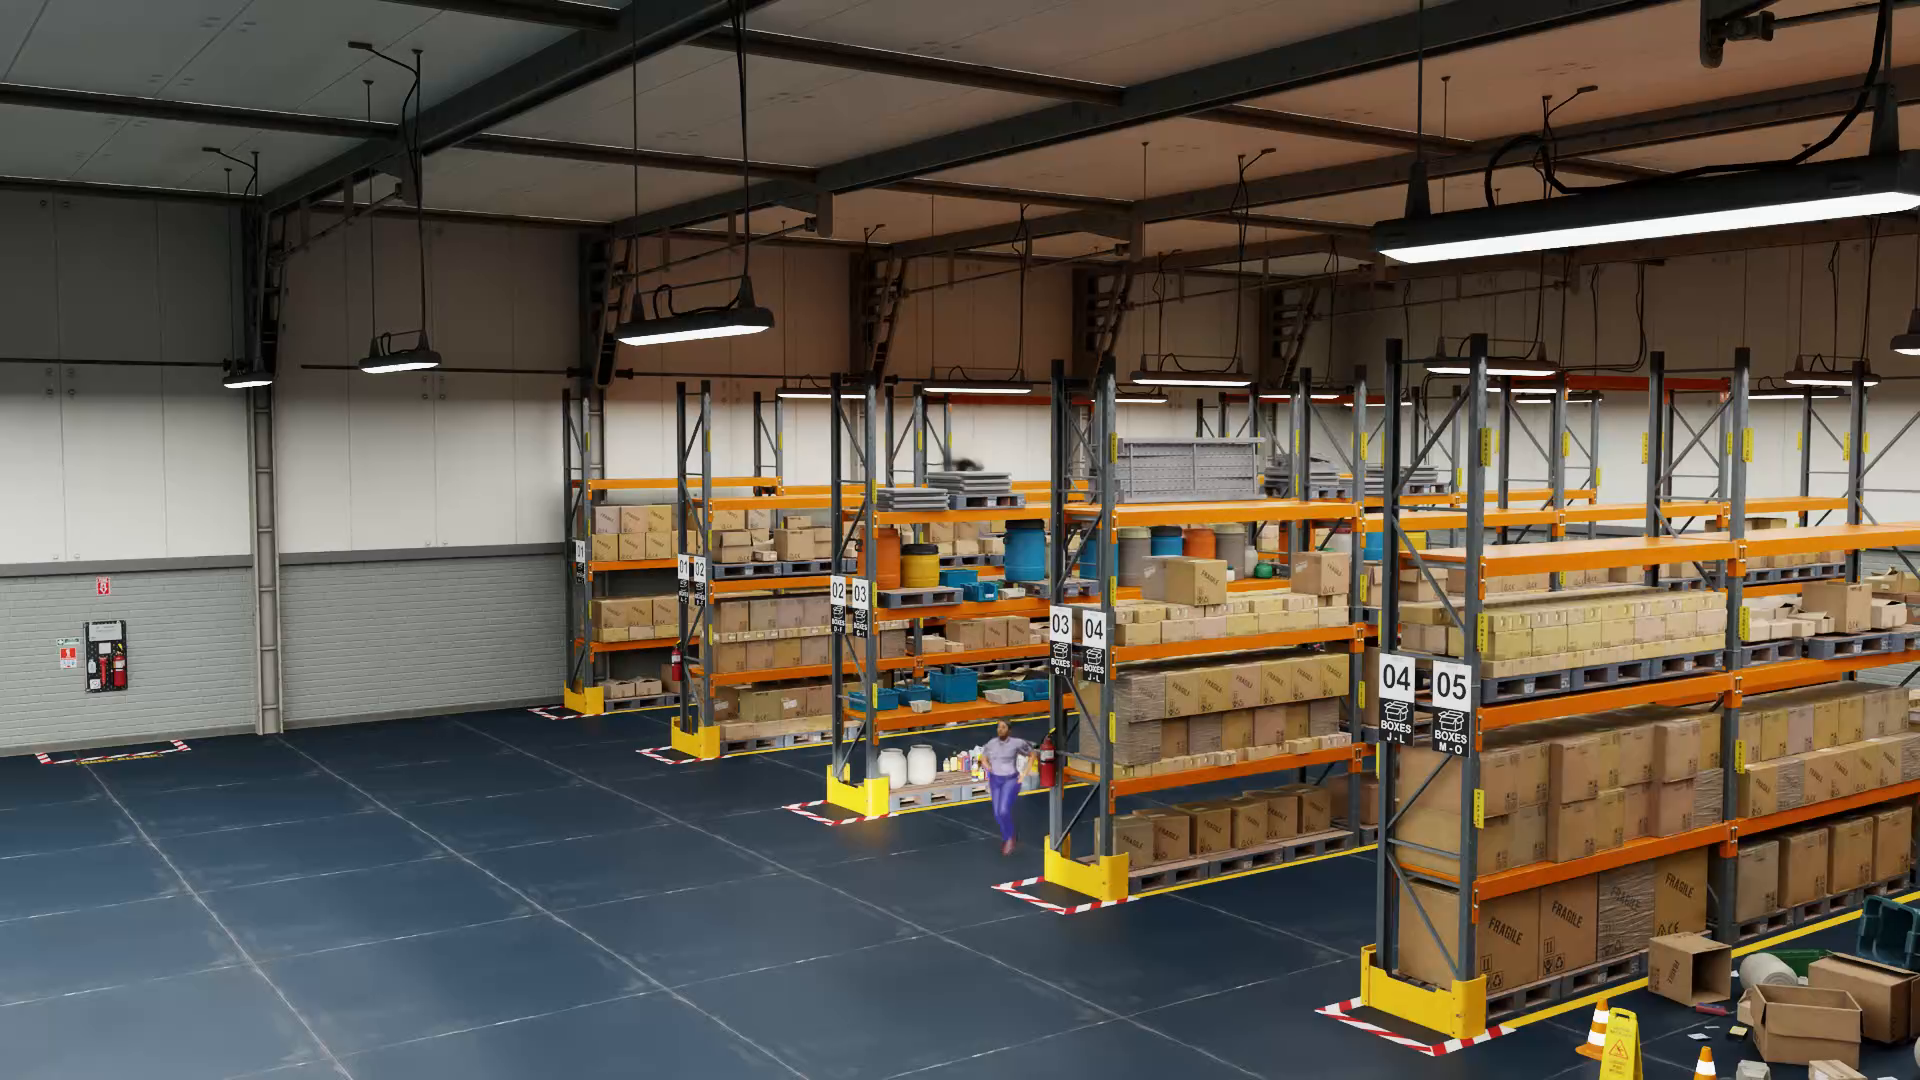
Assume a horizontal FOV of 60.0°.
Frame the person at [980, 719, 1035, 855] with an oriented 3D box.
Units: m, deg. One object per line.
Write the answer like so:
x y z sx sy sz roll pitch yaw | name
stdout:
0.547 3.039 20.516 0.666 1.669 0.628 2 4 30 | person

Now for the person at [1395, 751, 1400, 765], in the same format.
6.905 2.647 25.506 0.970 1.704 0.665 -3 5 -42 | person
